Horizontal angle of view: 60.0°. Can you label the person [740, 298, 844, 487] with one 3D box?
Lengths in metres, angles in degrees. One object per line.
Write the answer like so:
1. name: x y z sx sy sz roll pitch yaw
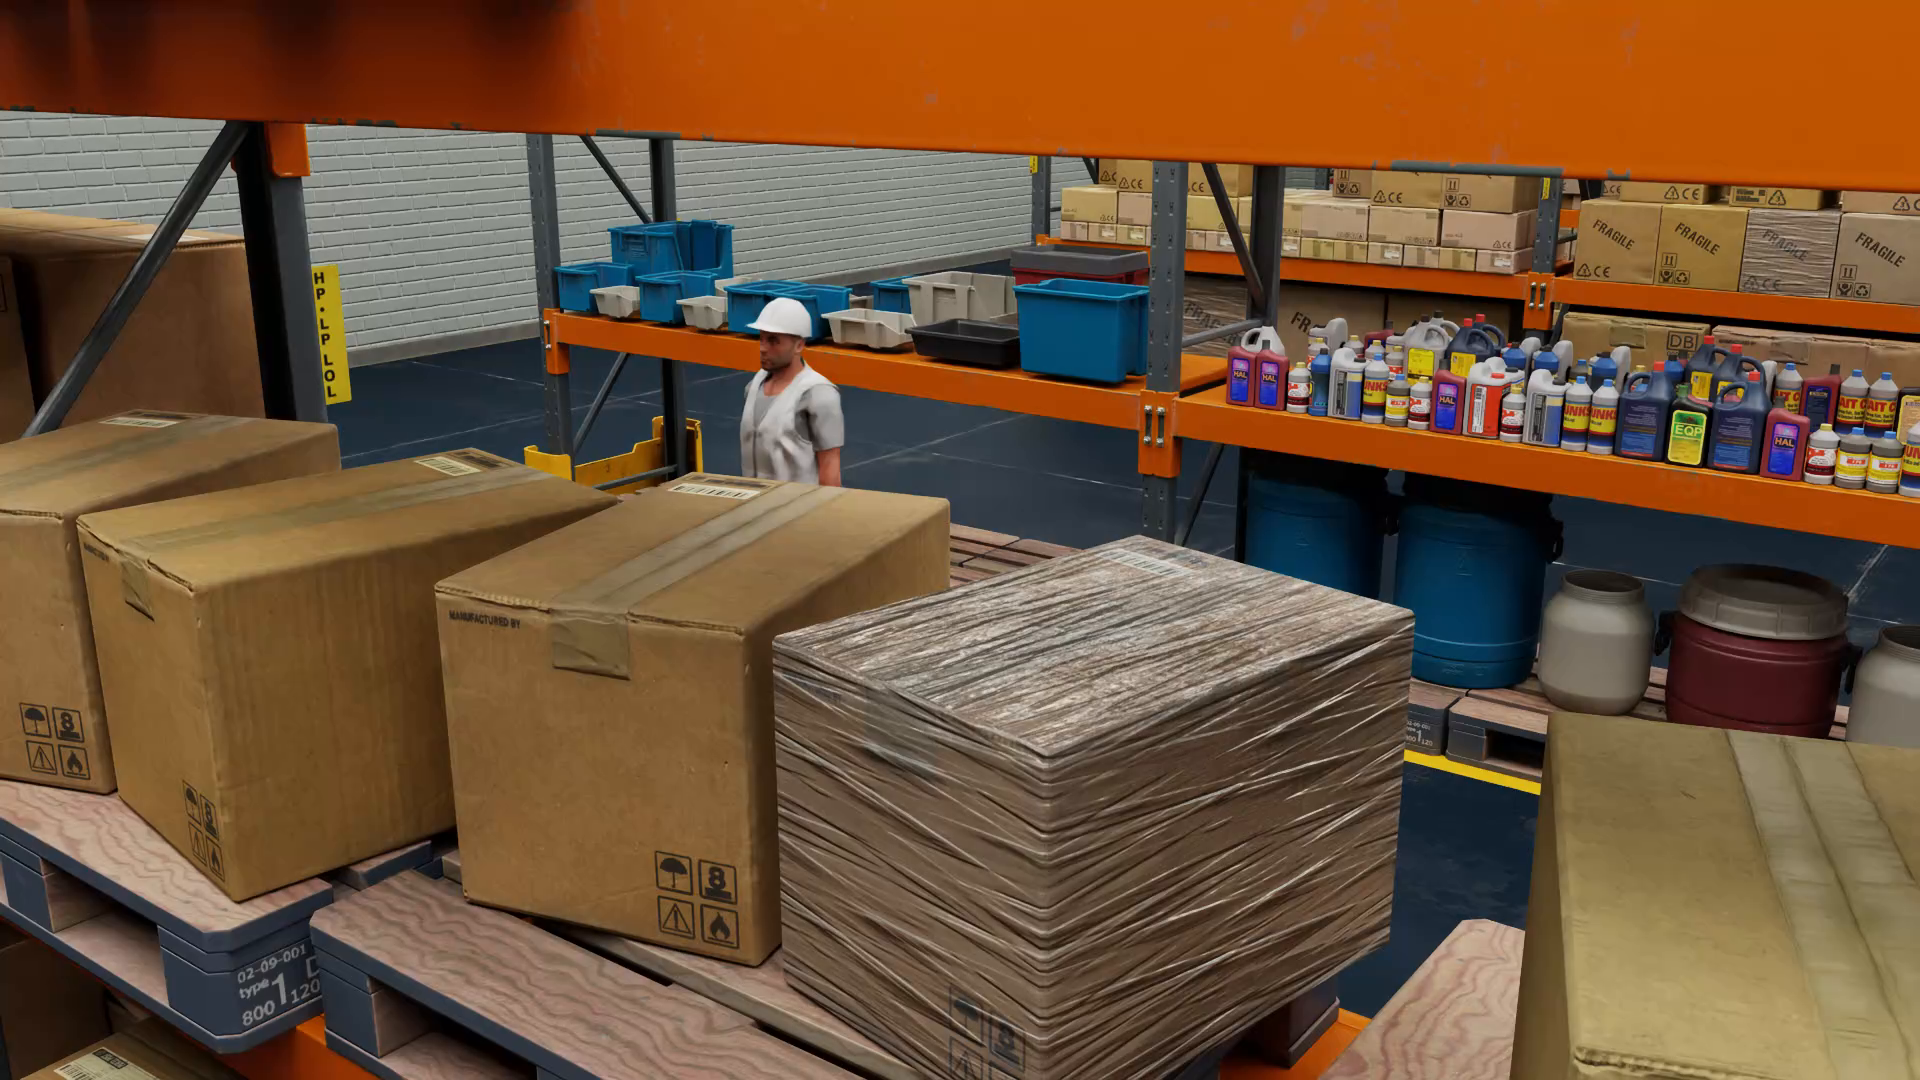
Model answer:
1. person: -0.713 -0.063 6.707 0.466 1.819 0.565 -15 22 -41
